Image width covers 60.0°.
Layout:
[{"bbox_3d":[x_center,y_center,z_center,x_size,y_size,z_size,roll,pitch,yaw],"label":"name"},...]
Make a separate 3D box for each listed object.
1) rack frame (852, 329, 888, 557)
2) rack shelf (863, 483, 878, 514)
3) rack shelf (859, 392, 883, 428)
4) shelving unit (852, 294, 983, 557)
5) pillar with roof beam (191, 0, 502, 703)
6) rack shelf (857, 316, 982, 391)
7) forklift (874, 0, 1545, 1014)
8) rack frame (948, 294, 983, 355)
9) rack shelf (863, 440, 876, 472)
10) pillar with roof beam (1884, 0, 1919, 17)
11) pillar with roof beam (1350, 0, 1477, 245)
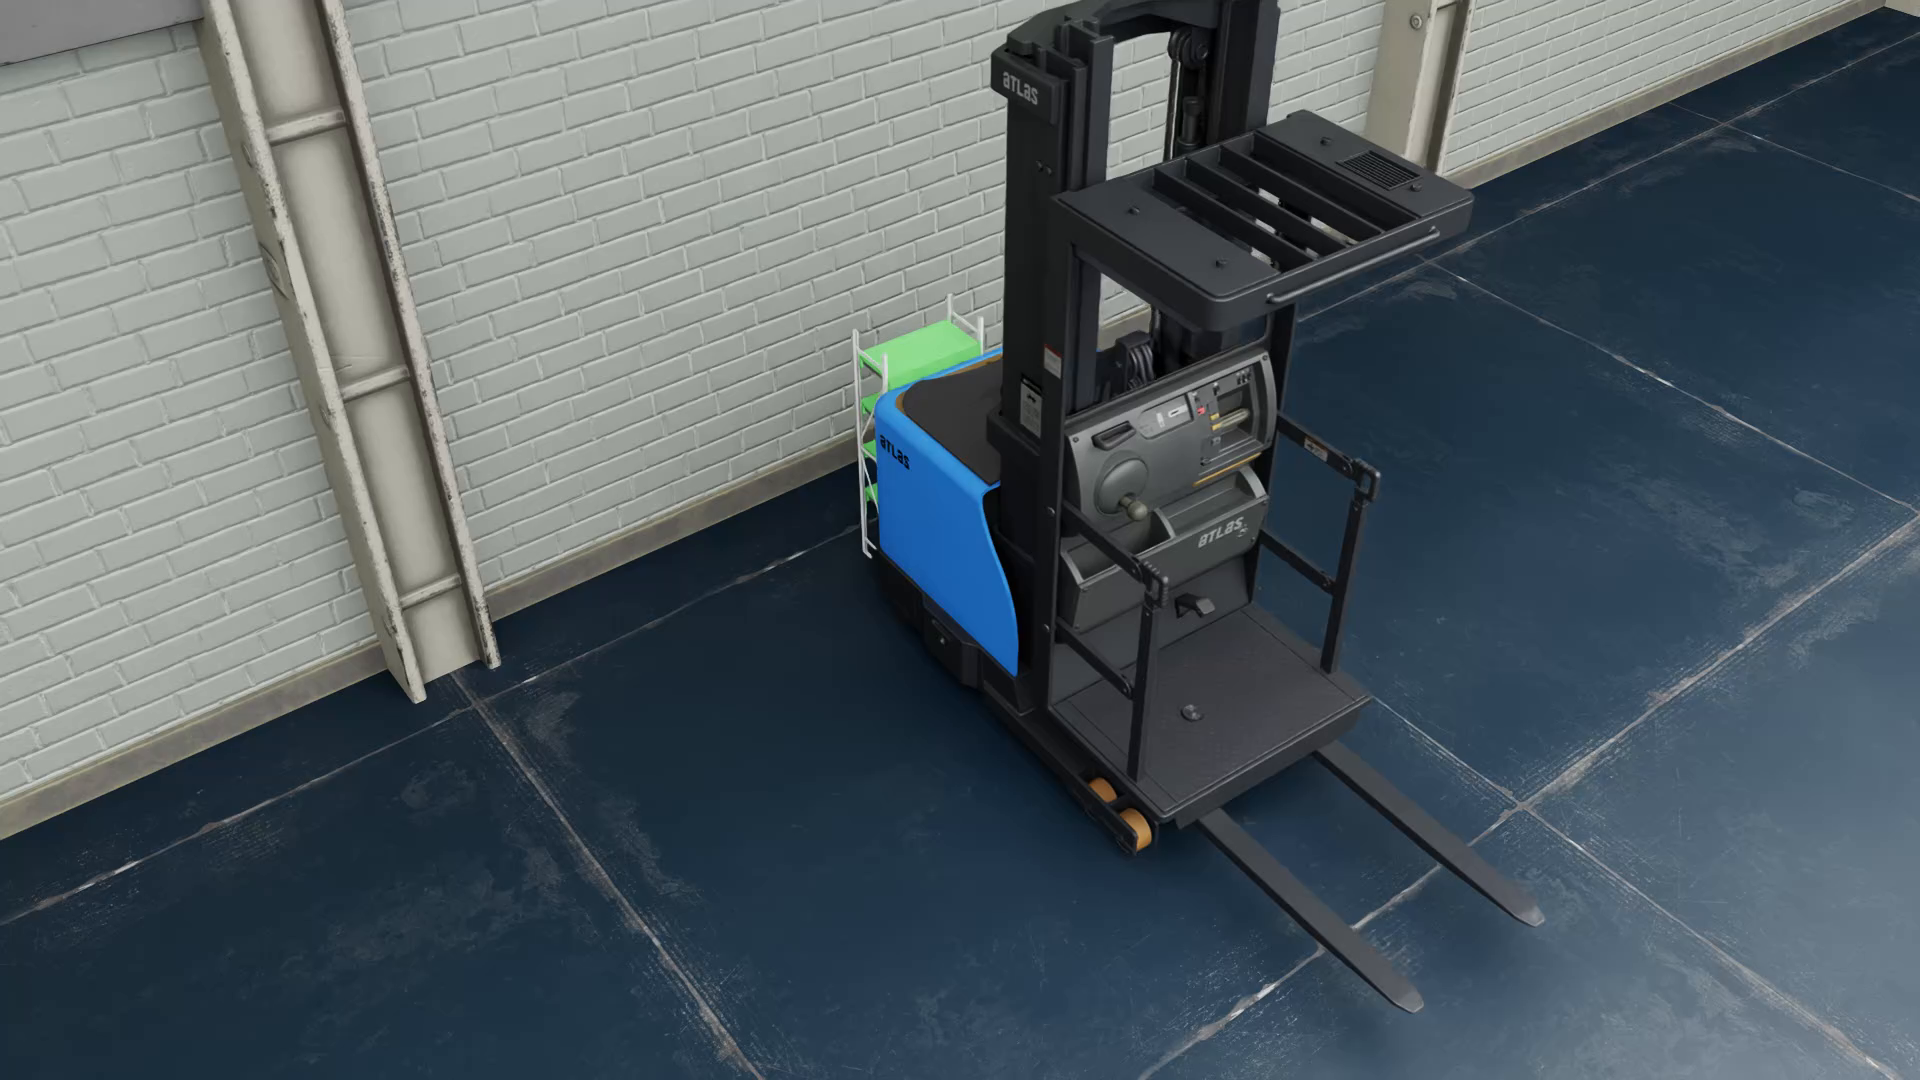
[{"bbox_3d":[-0.373,-0.351,7.232,0.015,1.200,0.240,-25,45,-27],"label":"rack frame"},{"bbox_3d":[-0.175,-0.207,7.535,0.480,0.148,0.258,-25,45,-27],"label":"rack shelf"},{"bbox_3d":[-0.175,-0.578,7.231,0.480,0.148,0.258,-25,45,-27],"label":"rack shelf"},{"bbox_3d":[-0.175,-0.442,7.342,0.503,1.200,0.258,-25,45,-27],"label":"shelving unit"},{"bbox_3d":[0.417,-0.785,1.612,0.400,9.000,9.100,-26,46,-28],"label":"pillar with roof beam"},{"bbox_3d":[-0.175,-0.763,7.078,0.480,0.148,0.258,-25,45,-27],"label":"rack shelf"},{"bbox_3d":[0.894,-0.302,5.807,1.130,2.935,3.031,-24,45,-27],"label":"forklift"},{"bbox_3d":[0.023,-0.532,7.453,0.015,1.200,0.240,-25,45,-27],"label":"rack frame"},{"bbox_3d":[-0.175,-0.392,7.383,0.480,0.148,0.258,-25,45,-27],"label":"rack shelf"},{"bbox_3d":[9.932,-5.423,7.265,0.400,9.000,9.100,-26,46,-28],"label":"pillar with roof beam"},{"bbox_3d":[5.174,-3.104,4.439,0.400,9.000,9.100,-26,46,-28],"label":"pillar with roof beam"}]
